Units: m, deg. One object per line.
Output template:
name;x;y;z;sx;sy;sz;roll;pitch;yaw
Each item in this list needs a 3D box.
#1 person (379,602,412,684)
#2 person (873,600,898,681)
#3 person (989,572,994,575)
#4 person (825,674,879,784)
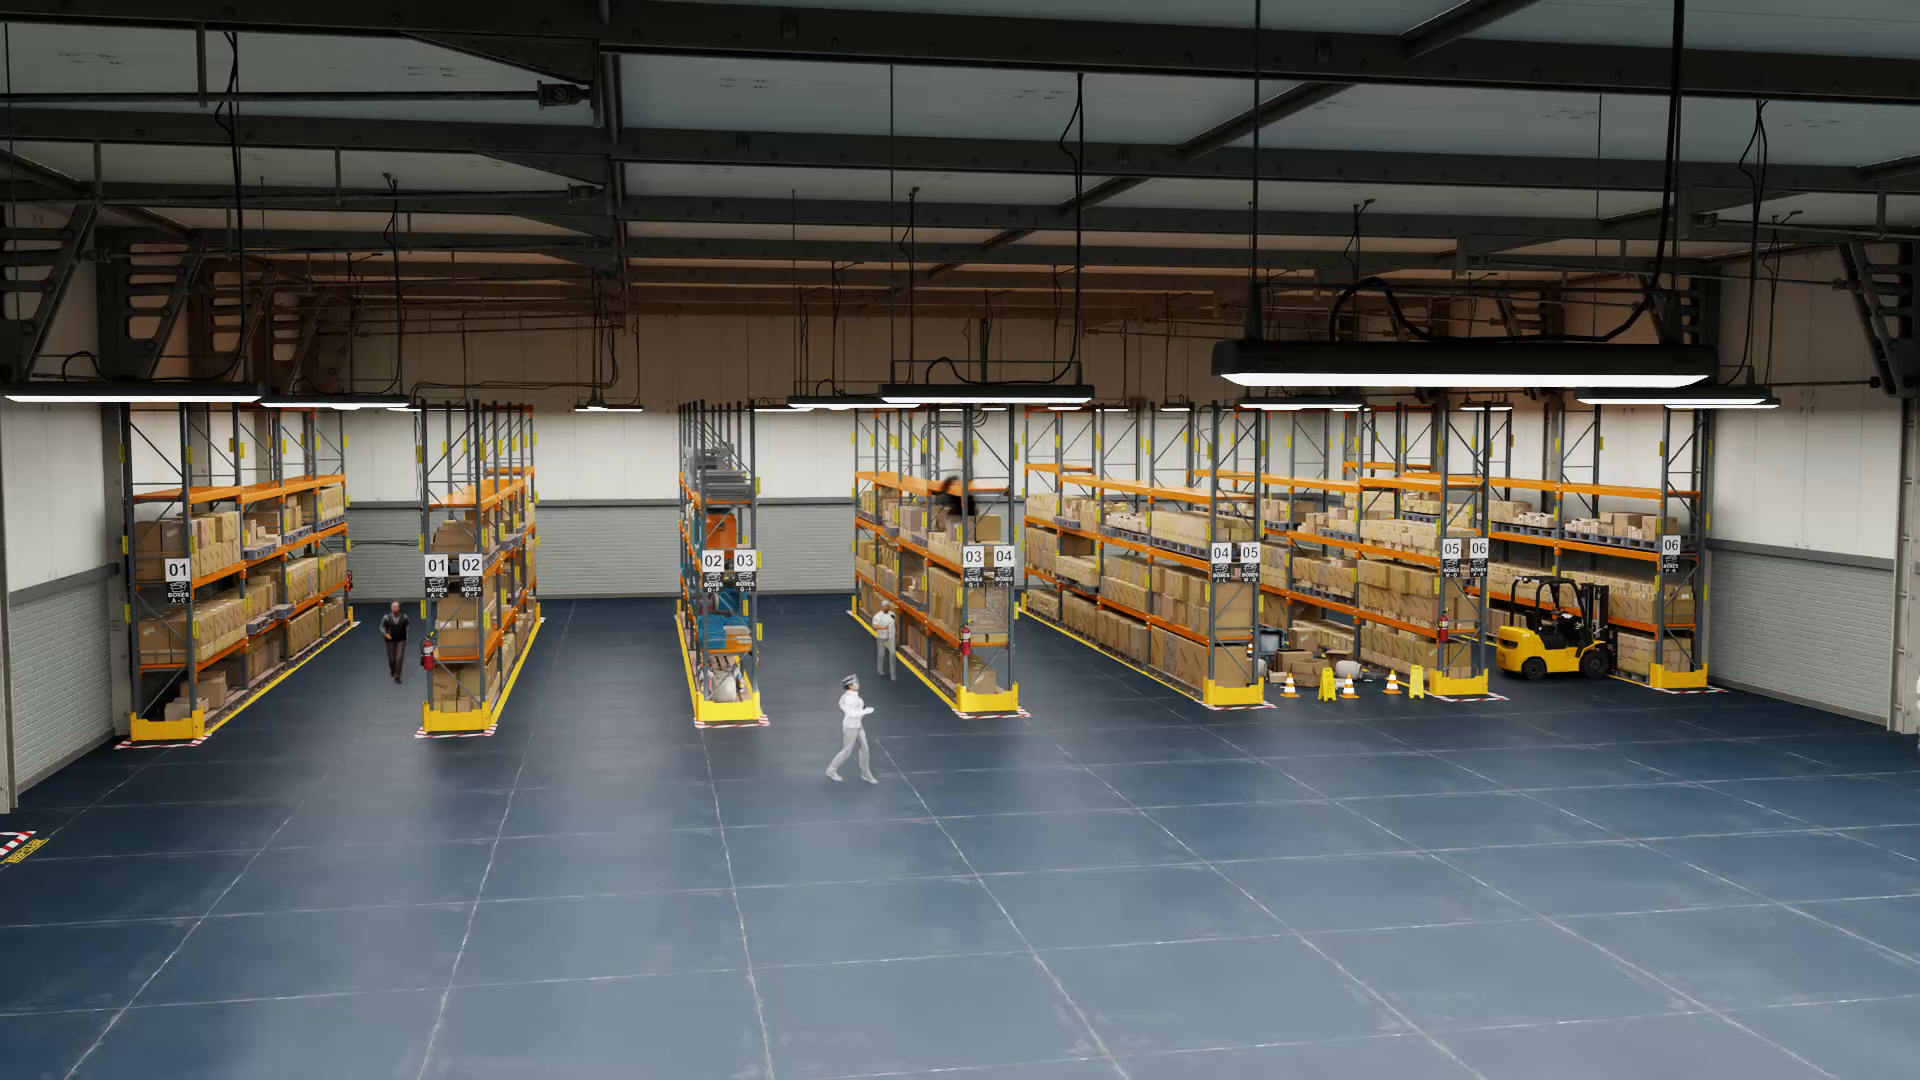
person;-12.108;2.188;35.680;0.665;1.713;0.791;-2;5;-19
person;-1.619;2.159;36.124;0.584;1.715;0.839;-1;4;-15
person;0.882;1.335;46.810;0.727;1.753;0.848;-1;4;-8
person;-1.675;2.923;25.695;0.812;1.733;0.602;1;4;8
